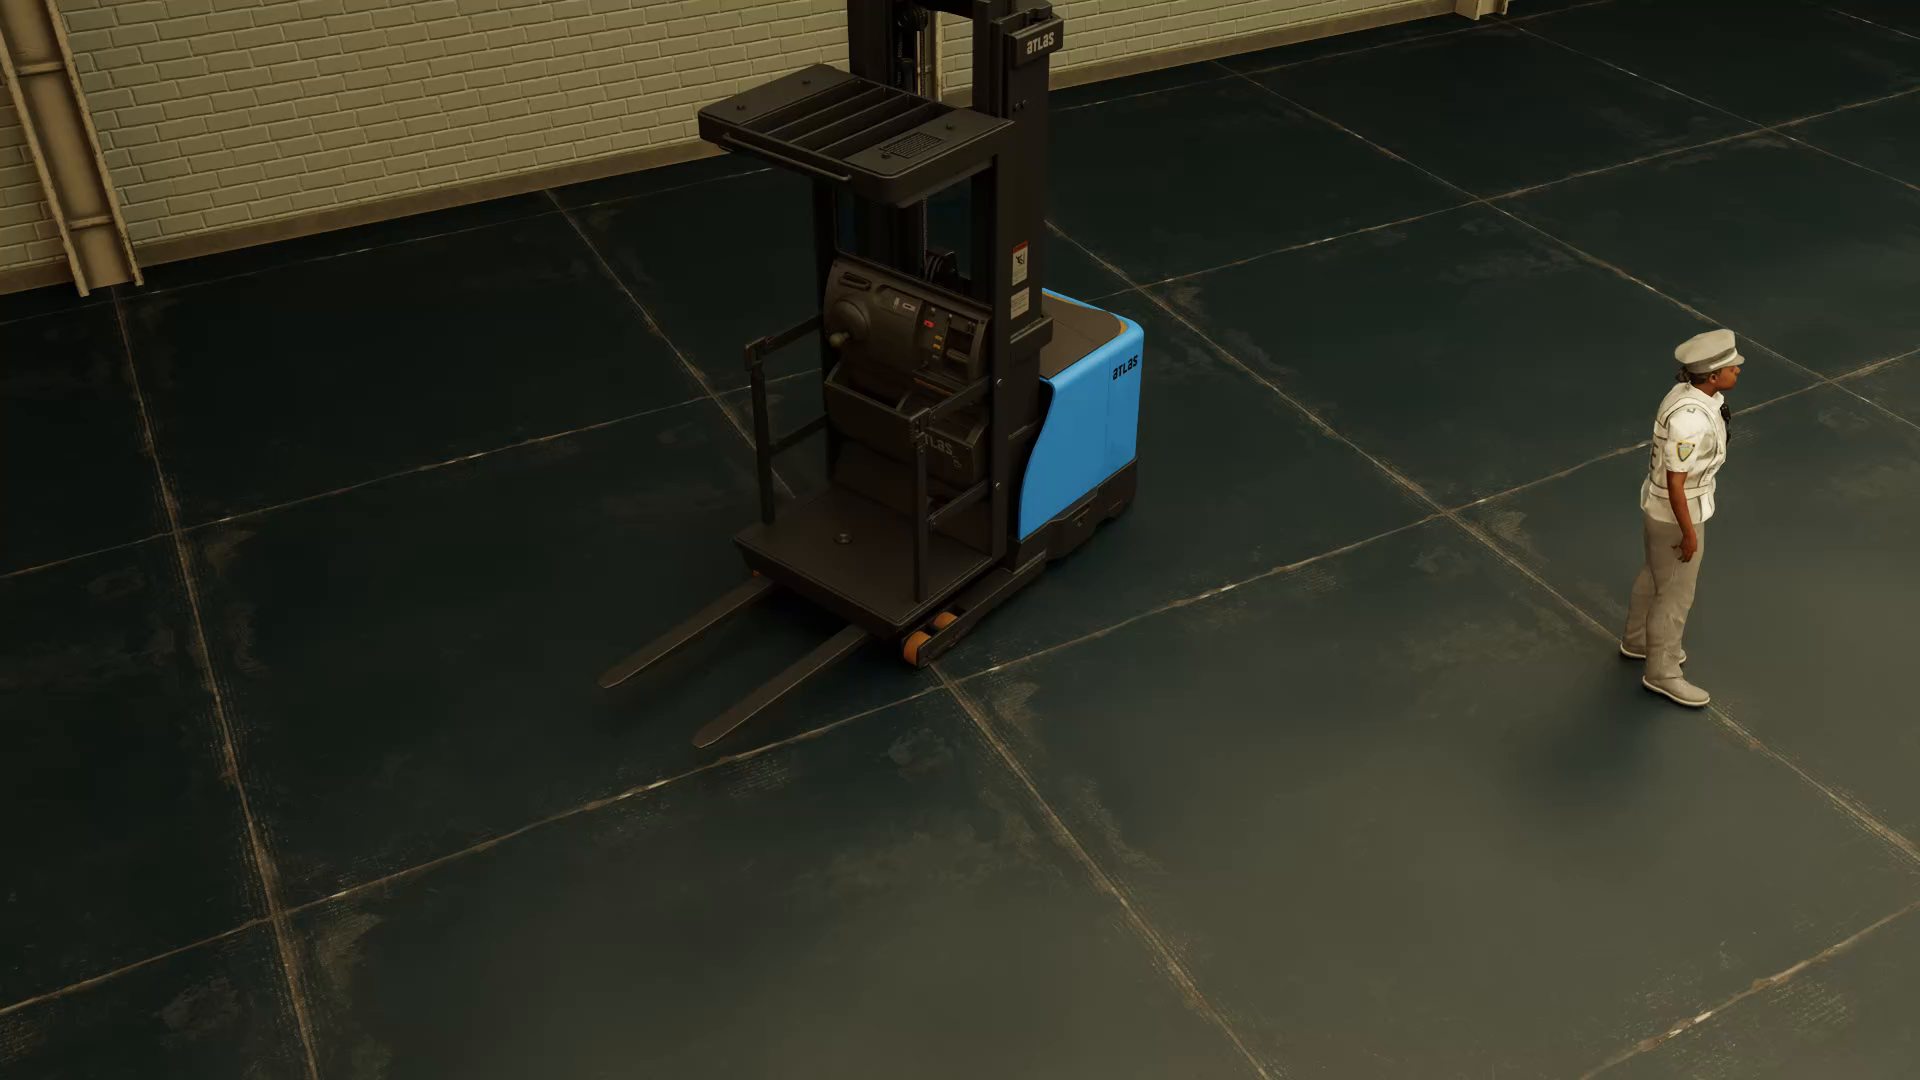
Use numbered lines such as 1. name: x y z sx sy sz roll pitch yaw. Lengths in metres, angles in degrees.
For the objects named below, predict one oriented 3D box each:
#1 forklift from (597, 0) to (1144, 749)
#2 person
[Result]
1. forklift: -0.390 -0.927 7.434 1.130 2.935 3.031 26 43 31
2. person: 3.251 -0.122 7.353 0.529 1.696 0.570 13 37 17
